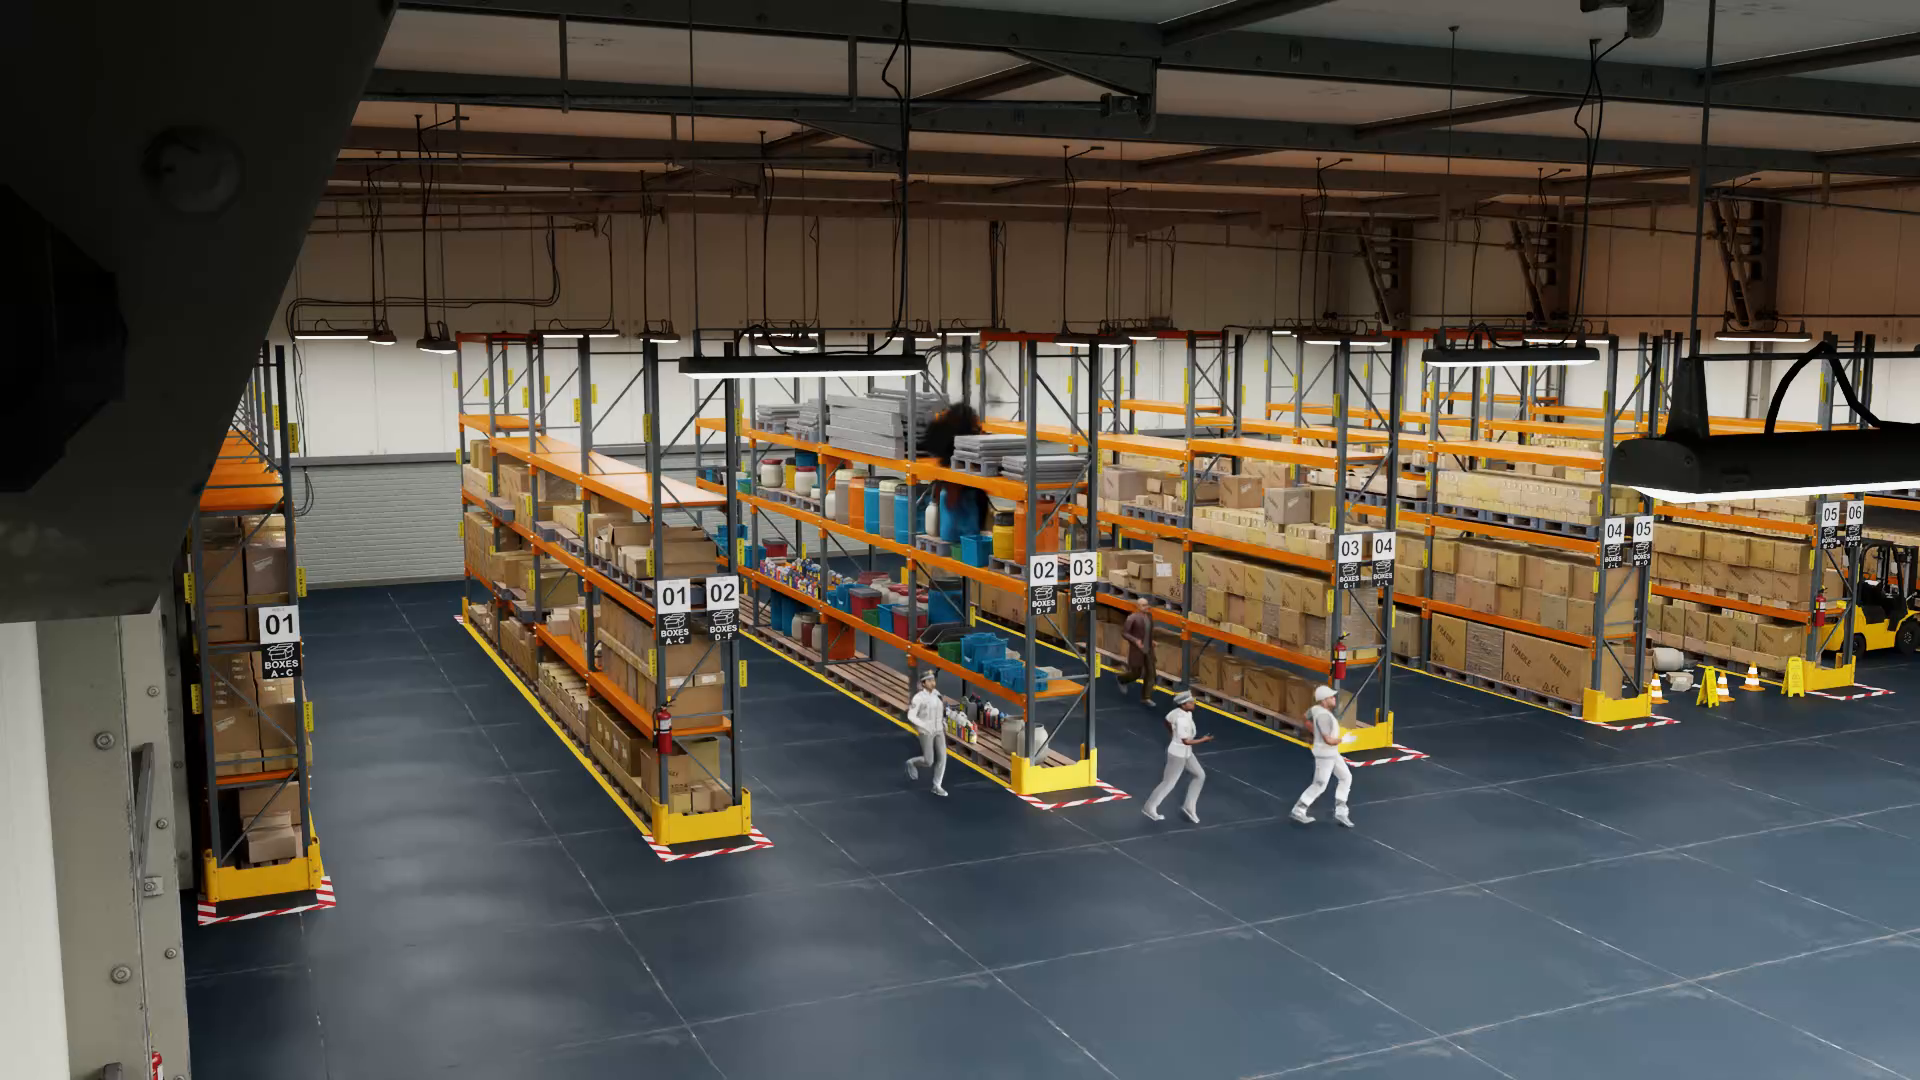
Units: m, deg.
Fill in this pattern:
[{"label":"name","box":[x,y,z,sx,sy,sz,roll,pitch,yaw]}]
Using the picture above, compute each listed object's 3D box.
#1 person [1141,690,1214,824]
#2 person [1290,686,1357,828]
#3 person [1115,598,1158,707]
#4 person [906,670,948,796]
[{"label":"person","box":[2.731,2.708,20.784,0.875,1.734,0.588,2,8,13]},{"label":"person","box":[4.524,2.693,20.635,0.792,1.820,0.669,2,8,13]},{"label":"person","box":[2.930,1.803,27.222,0.698,1.753,0.892,-5,9,-31]},{"label":"person","box":[-0.399,2.538,22.116,0.613,1.650,0.725,-6,10,-38]}]
